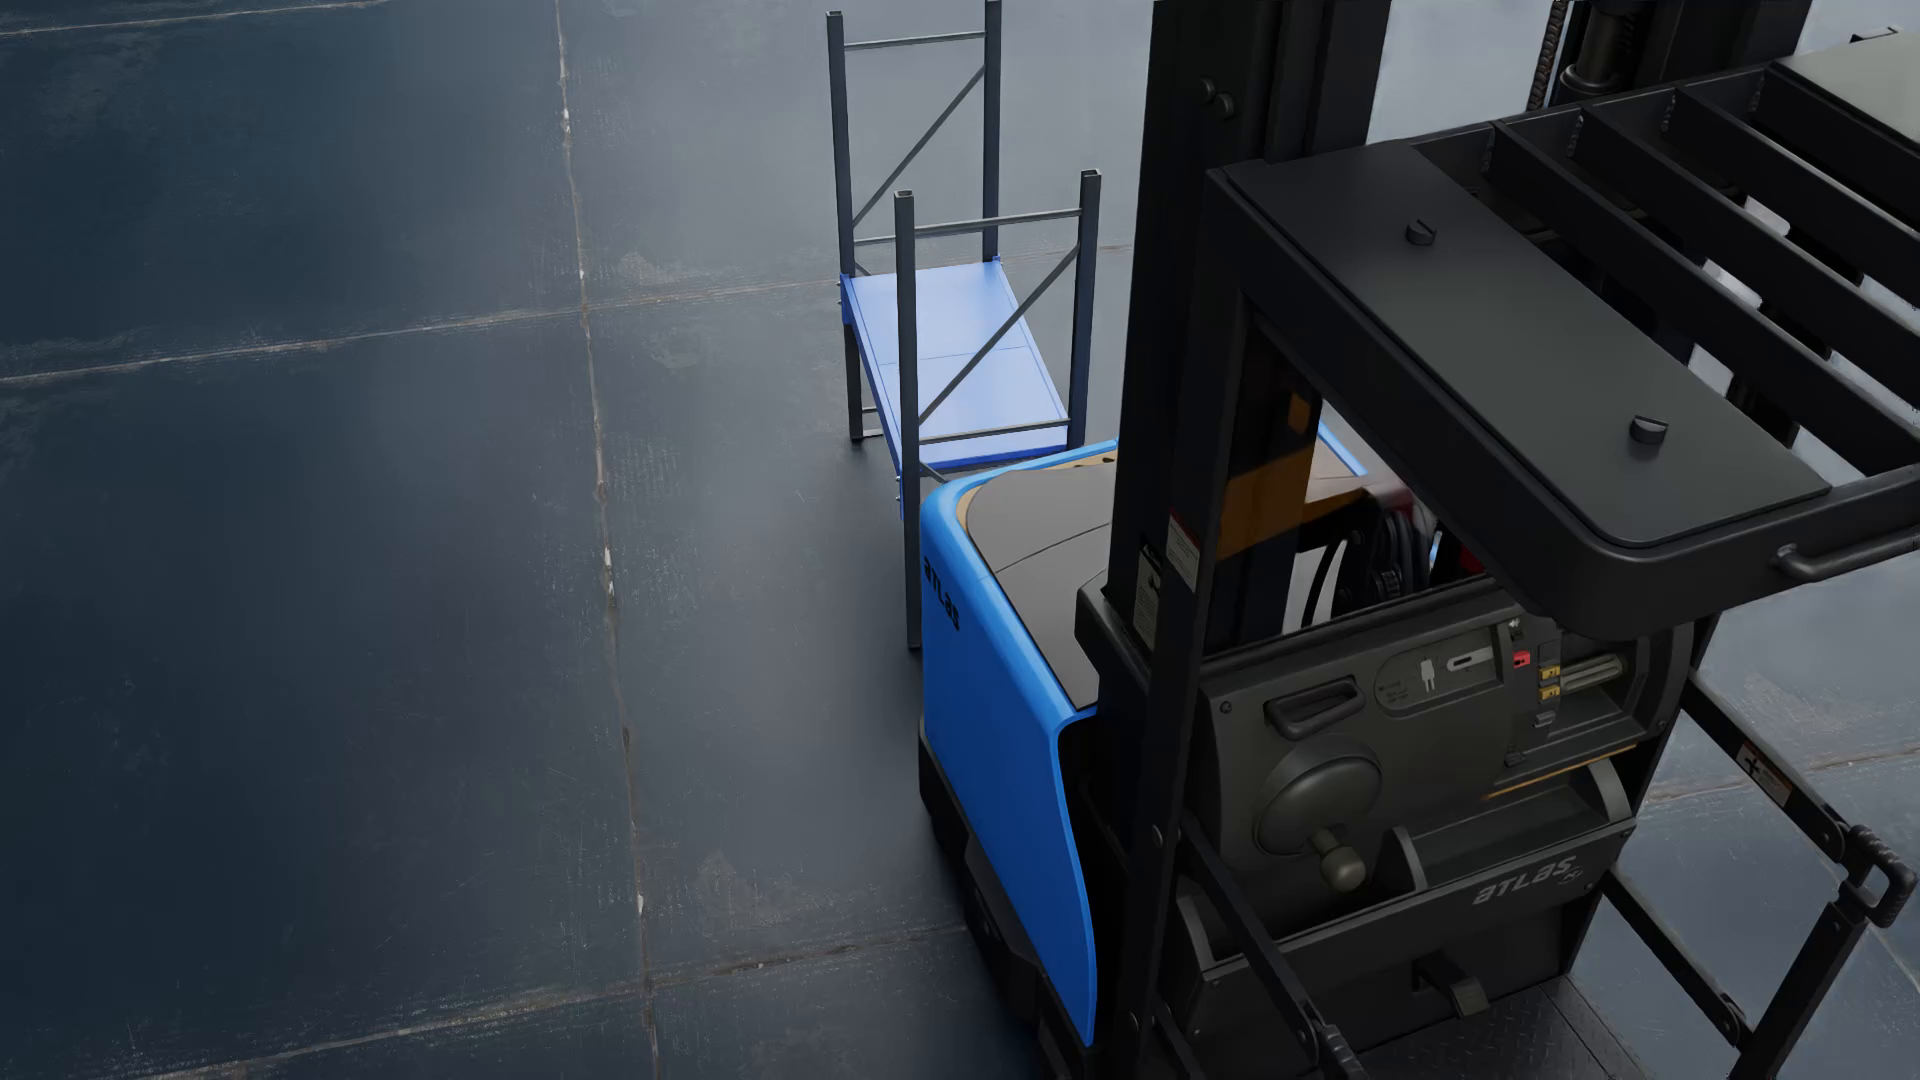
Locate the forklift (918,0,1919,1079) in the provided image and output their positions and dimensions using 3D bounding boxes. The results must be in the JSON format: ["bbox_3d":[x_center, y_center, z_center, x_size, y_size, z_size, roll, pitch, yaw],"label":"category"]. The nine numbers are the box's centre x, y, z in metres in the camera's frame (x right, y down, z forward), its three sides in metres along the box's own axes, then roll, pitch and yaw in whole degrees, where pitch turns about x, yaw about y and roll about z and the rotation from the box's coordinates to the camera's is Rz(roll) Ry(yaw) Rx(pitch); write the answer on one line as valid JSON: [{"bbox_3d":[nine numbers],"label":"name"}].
[{"bbox_3d":[0.913,0.375,2.619,1.130,2.935,3.031,-15,44,-16],"label":"forklift"}]

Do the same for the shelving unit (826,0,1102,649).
[{"bbox_3d":[-0.018,-0.616,4.814,0.538,1.500,1.048,-8,42,-9],"label":"shelving unit"}]

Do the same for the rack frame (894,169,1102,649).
[{"bbox_3d":[0.091,-0.287,4.443,0.500,1.500,0.032,-8,42,-9],"label":"rack frame"}]

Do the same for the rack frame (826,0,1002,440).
[{"bbox_3d":[-0.128,-0.946,5.186,0.500,1.500,0.032,-8,42,-9],"label":"rack frame"}]

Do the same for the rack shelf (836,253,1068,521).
[{"bbox_3d":[-0.018,-0.482,4.934,0.538,0.185,1.000,-8,42,-9],"label":"rack shelf"}]
